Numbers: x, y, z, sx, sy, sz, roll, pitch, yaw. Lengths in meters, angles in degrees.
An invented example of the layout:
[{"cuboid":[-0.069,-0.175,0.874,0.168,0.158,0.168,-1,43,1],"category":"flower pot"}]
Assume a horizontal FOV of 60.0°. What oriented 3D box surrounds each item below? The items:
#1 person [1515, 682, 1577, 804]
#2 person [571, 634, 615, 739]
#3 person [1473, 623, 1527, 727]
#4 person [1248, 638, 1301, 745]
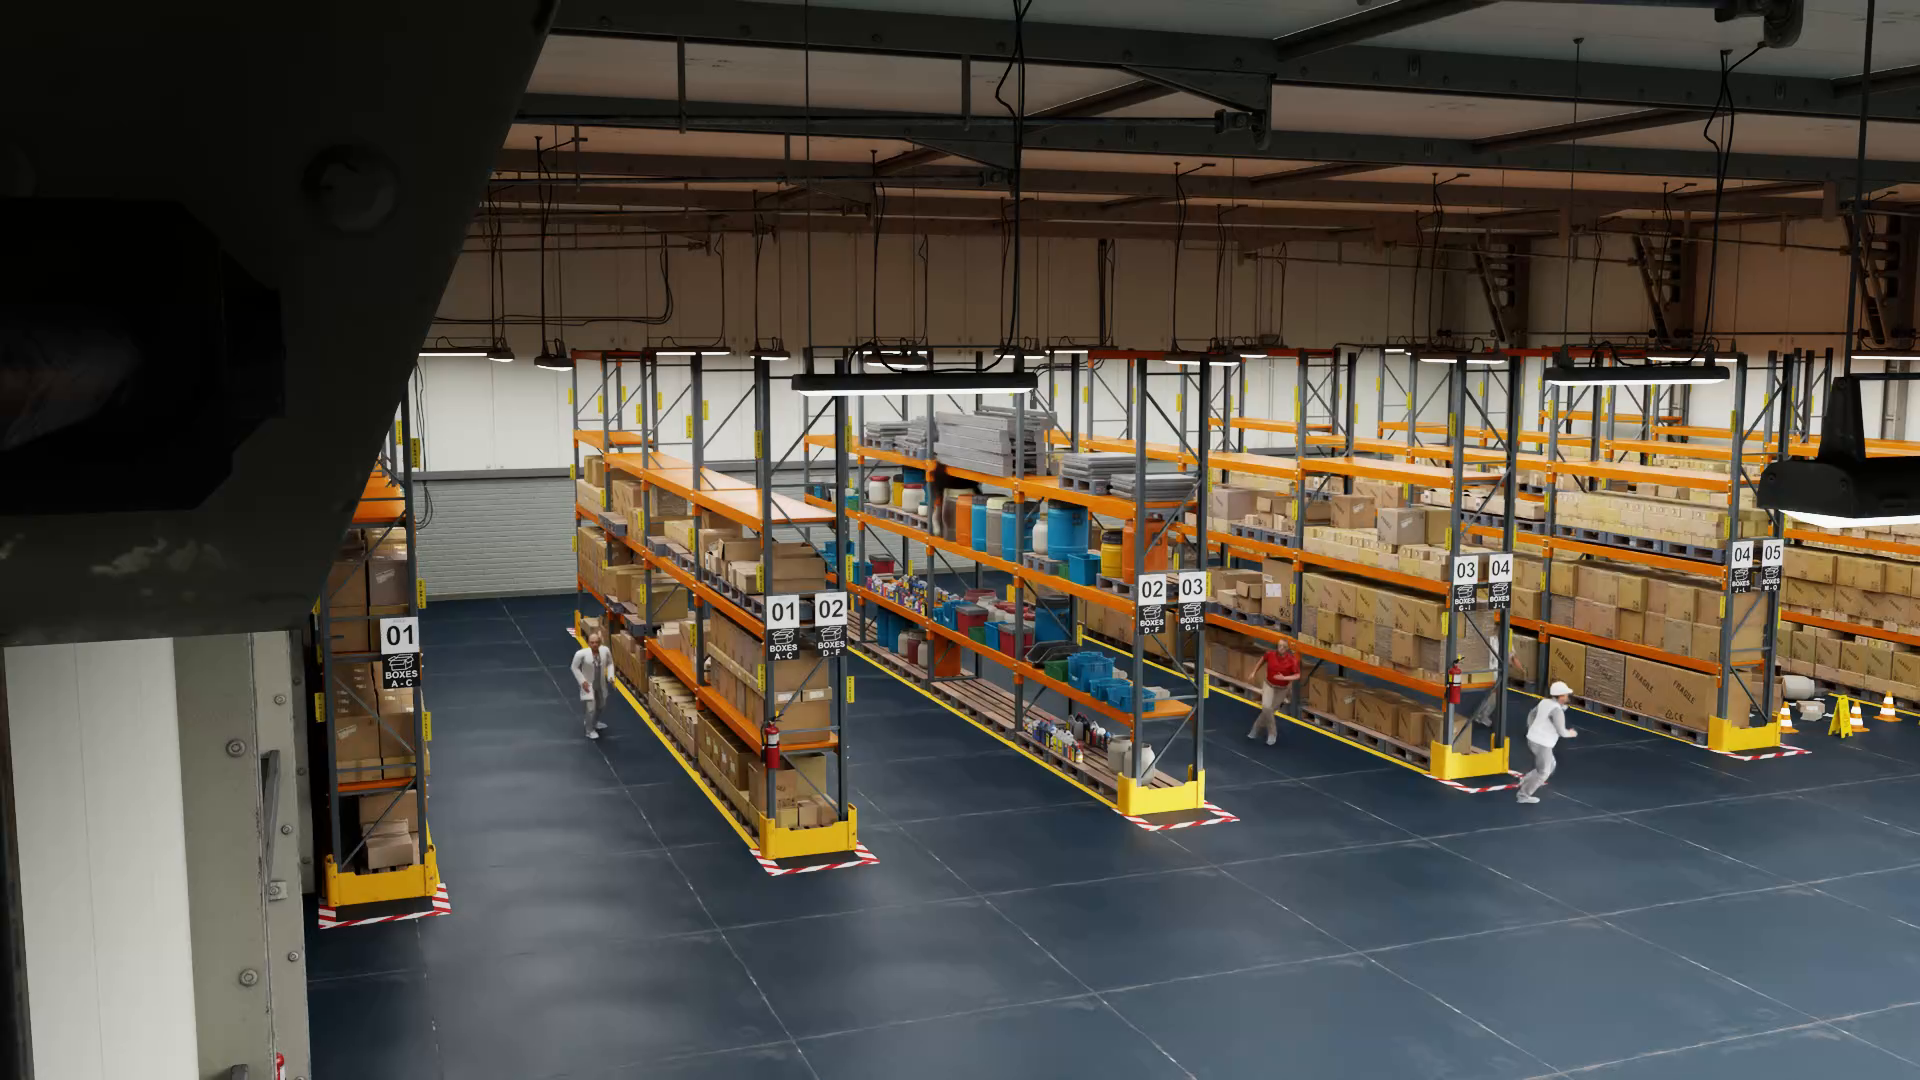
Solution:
[{"cuboid":[7.919,2.725,22.422,0.793,1.667,0.644,0,7,1],"category":"person"},{"cuboid":[-5.779,2.356,26.087,0.712,1.487,0.885,-6,9,-38],"category":"person"},{"cuboid":[8.661,2.153,26.735,0.622,1.703,0.841,-5,9,-36],"category":"person"},{"cuboid":[4.860,2.313,25.728,0.793,1.641,0.704,1,7,9],"category":"person"}]
